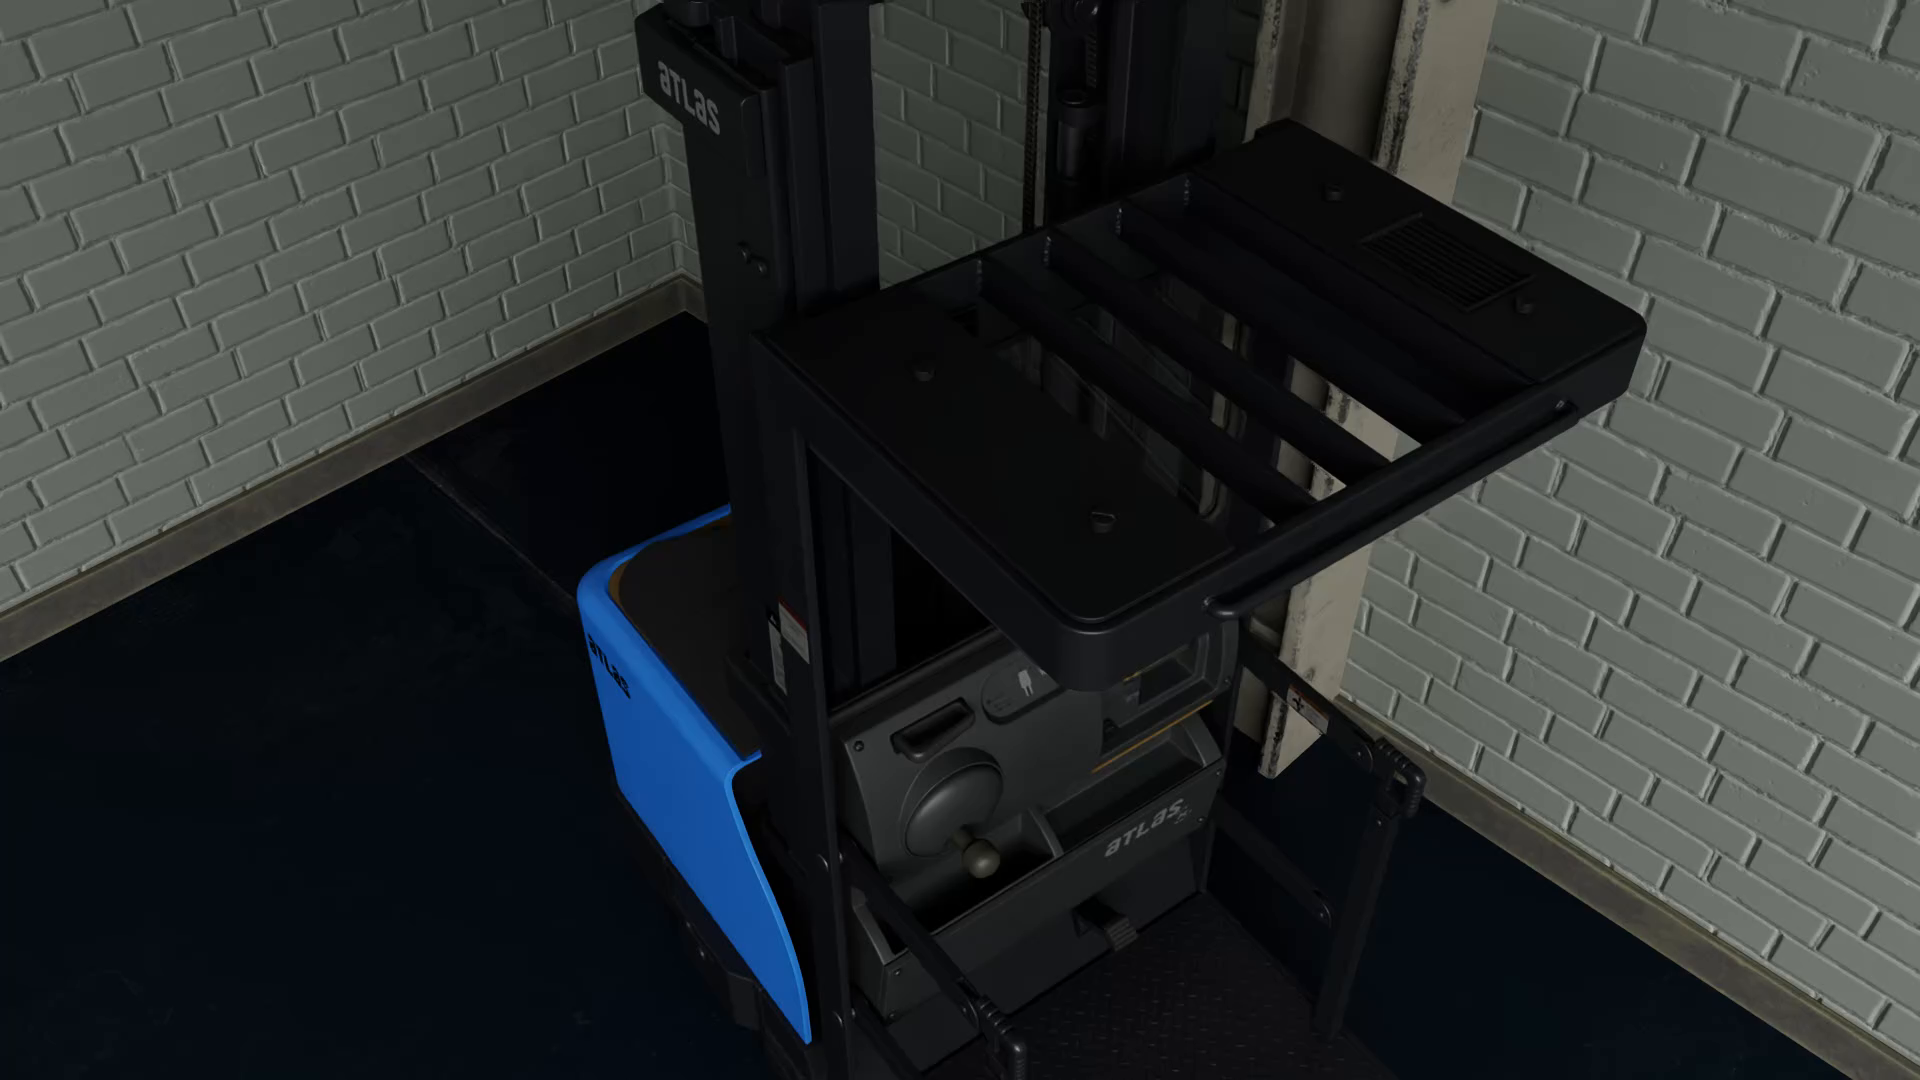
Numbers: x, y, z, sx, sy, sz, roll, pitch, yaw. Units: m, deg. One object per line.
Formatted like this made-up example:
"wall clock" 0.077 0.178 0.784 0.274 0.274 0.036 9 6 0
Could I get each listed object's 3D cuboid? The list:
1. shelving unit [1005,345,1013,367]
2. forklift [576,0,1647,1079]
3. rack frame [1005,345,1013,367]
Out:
"shelving unit" 0.006 -0.327 5.440 0.258 0.900 0.210 -34 53 -31
"forklift" 0.312 0.406 3.151 1.130 2.935 3.031 -26 49 -26
"rack frame" 0.078 -0.278 5.387 0.240 0.900 0.006 -34 53 -31
